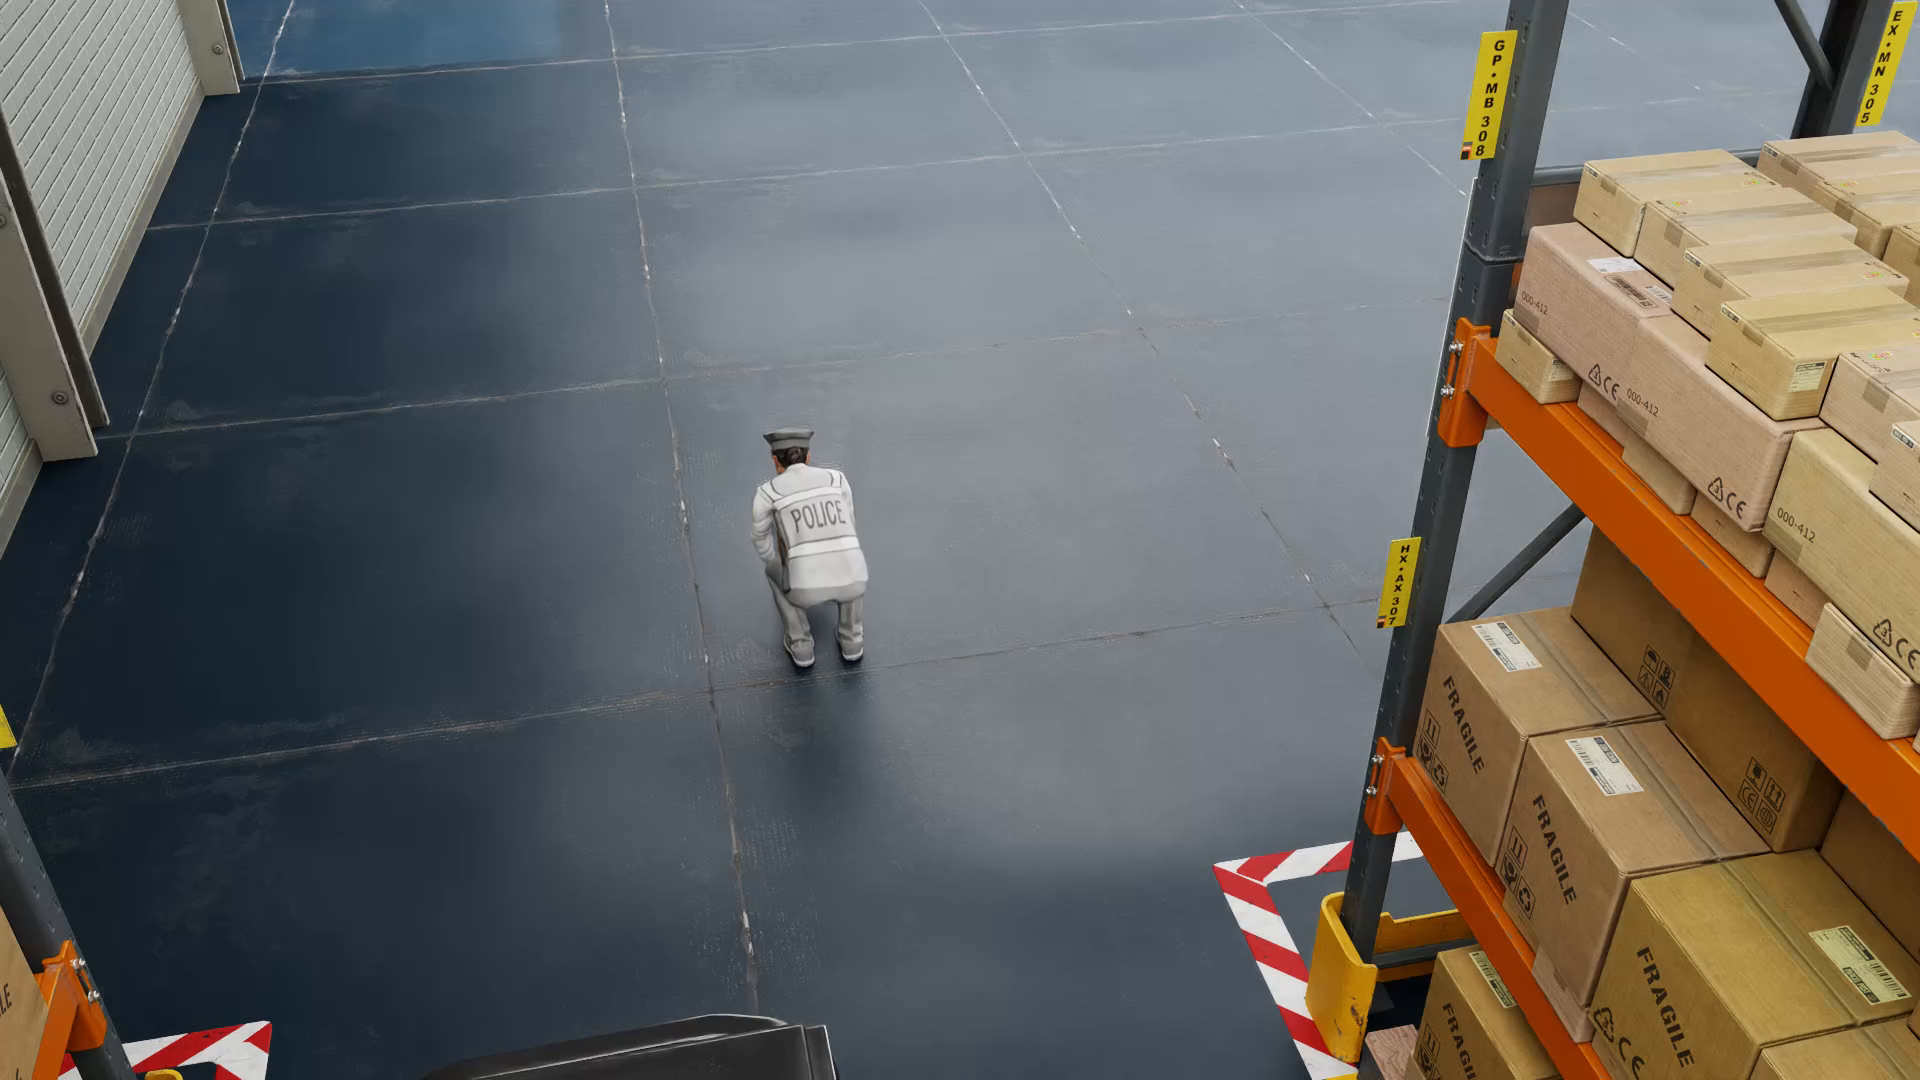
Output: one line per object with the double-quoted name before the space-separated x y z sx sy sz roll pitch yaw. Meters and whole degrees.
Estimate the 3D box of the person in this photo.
"person" -0.700 0.033 7.669 0.494 1.019 0.809 -7 35 -11
